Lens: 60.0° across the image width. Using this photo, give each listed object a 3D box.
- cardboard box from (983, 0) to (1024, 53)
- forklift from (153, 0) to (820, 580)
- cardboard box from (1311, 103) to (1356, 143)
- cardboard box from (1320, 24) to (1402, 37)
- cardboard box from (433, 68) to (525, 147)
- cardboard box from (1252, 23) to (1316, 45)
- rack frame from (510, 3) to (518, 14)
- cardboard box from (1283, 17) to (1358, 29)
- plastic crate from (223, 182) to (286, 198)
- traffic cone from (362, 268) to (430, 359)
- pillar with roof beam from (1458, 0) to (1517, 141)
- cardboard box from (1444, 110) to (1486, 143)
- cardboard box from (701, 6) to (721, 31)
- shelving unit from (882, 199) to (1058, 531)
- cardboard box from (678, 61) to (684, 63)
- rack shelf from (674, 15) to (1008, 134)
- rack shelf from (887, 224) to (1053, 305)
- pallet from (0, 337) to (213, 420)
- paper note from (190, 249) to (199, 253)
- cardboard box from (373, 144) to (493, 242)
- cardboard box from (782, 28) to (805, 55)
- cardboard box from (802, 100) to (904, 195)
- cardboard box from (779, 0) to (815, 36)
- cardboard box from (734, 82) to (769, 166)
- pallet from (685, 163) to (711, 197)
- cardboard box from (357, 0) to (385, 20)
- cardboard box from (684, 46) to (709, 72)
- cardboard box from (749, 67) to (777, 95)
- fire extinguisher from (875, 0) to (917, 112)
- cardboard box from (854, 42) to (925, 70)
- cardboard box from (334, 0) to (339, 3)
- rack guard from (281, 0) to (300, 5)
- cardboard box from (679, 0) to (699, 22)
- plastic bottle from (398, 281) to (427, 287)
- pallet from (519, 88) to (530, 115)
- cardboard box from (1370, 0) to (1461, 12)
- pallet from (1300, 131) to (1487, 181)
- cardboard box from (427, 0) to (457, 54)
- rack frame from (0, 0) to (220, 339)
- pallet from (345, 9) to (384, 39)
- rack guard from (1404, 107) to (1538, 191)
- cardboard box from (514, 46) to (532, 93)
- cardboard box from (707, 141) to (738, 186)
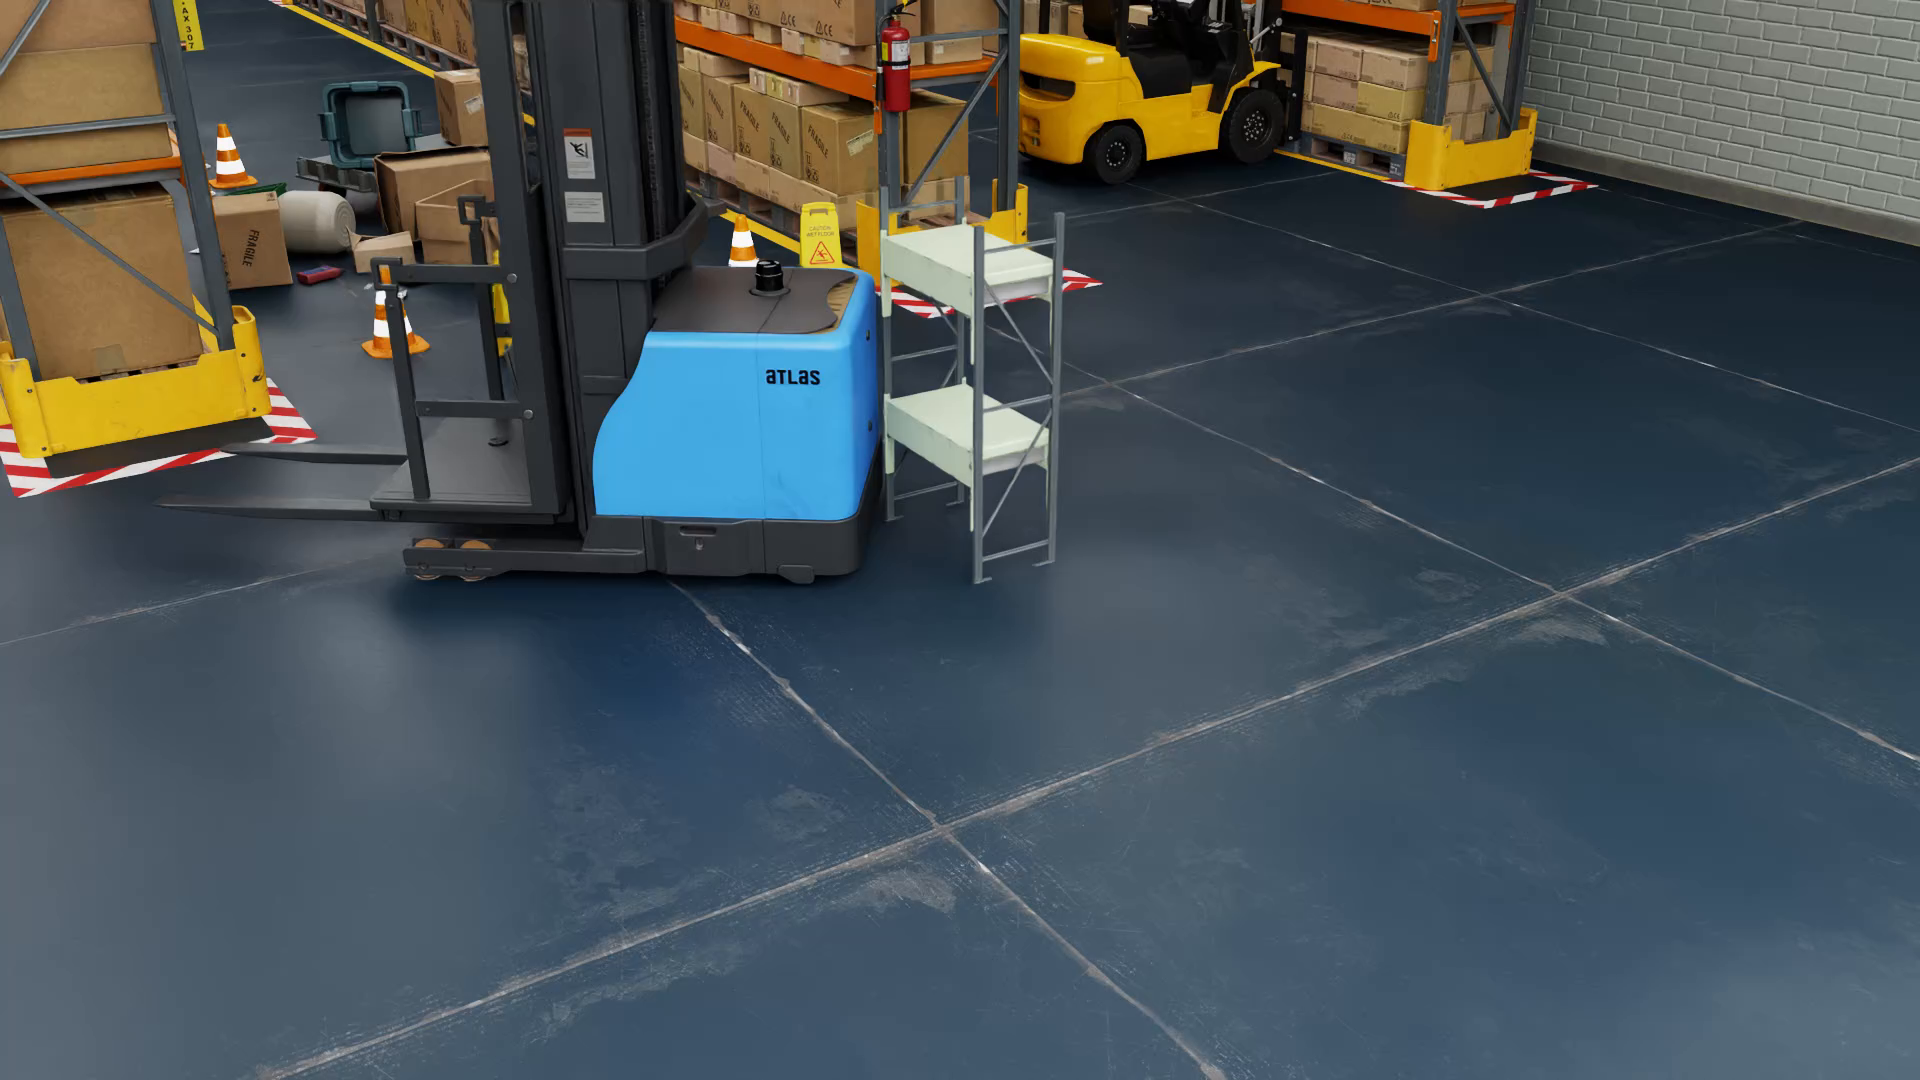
[{"bbox_3d":[0.784,-5.574,17.833,0.875,0.625,0.625,-17,30,-32],"label":"cardboard box"},{"bbox_3d":[-1.893,-1.378,6.736,3.031,2.935,1.121,2,25,3],"label":"forklift"},{"bbox_3d":[3.097,-4.584,14.259,1.003,1.888,2.032,-15,29,-29],"label":"cardboard box"},{"bbox_3d":[3.447,-4.269,14.338,0.516,0.250,0.516,-17,30,-32],"label":"cardboard box"},{"bbox_3d":[-3.725,-3.354,12.883,0.500,0.500,0.500,-16,29,-30],"label":"cardboard box"},{"bbox_3d":[2.740,-4.328,14.463,0.500,0.250,0.500,-16,30,-31],"label":"cardboard box"},{"bbox_3d":[-4.430,-5.999,16.445,0.949,2.616,0.053,-16,29,-30],"label":"rack frame"},{"bbox_3d":[3.173,-4.454,14.729,0.500,0.250,0.500,-16,30,-31],"label":"cardboard box"},{"bbox_3d":[-5.149,-2.376,11.995,0.450,0.188,0.662,-10,25,2],"label":"plastic crate"},{"bbox_3d":[-3.258,-1.321,9.507,0.336,0.463,0.334,-16,29,-30],"label":"traffic cone"},{"bbox_3d":[0.859,-6.464,10.402,9.100,9.000,0.400,-16,29,-30],"label":"pillar with roof beam"},{"bbox_3d":[3.986,-3.463,13.801,0.500,0.250,0.500,-15,29,-29],"label":"cardboard box"},{"bbox_3d":[-1.656,-3.807,12.095,0.380,0.149,0.250,-15,29,-29],"label":"cardboard box"},{"bbox_3d":[0.032,-0.674,6.921,0.431,1.308,0.731,-15,29,-28],"label":"shelving unit"},{"bbox_3d":[-2.154,-3.580,13.170,0.500,0.500,0.500,-14,29,-27],"label":"cardboard box"},{"bbox_3d":[-1.158,-3.527,12.051,1.077,0.370,4.000,-16,29,-30],"label":"rack shelf"},{"bbox_3d":[0.035,-1.113,6.709,0.368,0.124,0.686,-15,29,-28],"label":"rack shelf"},{"bbox_3d":[-4.660,-0.954,9.024,1.003,0.211,1.213,-16,29,-30],"label":"pallet"},{"bbox_3d":[-5.216,-2.006,11.464,0.142,0.020,0.147,7,26,15],"label":"paper note"},{"bbox_3d":[-3.664,-2.441,11.671,0.797,0.637,0.503,-16,29,-30],"label":"cardboard box"},{"bbox_3d":[-0.969,-3.354,11.135,0.380,0.149,0.250,-15,29,-29],"label":"cardboard box"},{"bbox_3d":[-0.722,-2.649,11.197,0.500,0.500,0.500,-15,29,-29],"label":"cardboard box"},{"bbox_3d":[-0.863,-3.627,10.954,0.500,0.500,0.500,-15,29,-29],"label":"cardboard box"},{"bbox_3d":[-1.279,-3.017,11.977,0.500,0.500,0.500,-16,30,-31],"label":"cardboard box"},{"bbox_3d":[-1.853,-3.075,13.516,1.003,0.211,1.213,-16,29,-30],"label":"pallet"},{"bbox_3d":[-14.379,-2.508,10.490,25.399,1.350,10.438,-16,30,-30],"label":"cardboard box"},{"bbox_3d":[-1.854,-3.631,12.518,0.380,0.149,0.250,-14,29,-28],"label":"cardboard box"},{"bbox_3d":[-1.256,-3.243,11.696,0.380,0.149,0.250,-14,29,-27],"label":"cardboard box"},{"bbox_3d":[-0.390,-2.954,10.084,0.296,0.674,0.183,-16,29,-30],"label":"fire extinguisher"},{"bbox_3d":[-0.449,-3.108,10.613,0.380,0.149,0.250,-14,29,-28],"label":"cardboard box"},{"bbox_3d":[-7.850,-7.353,21.822,0.875,0.438,0.875,-15,29,-28],"label":"cardboard box"},{"bbox_3d":[-8.814,-7.738,23.056,1.175,0.500,0.348,-16,29,-30],"label":"rack guard"},{"bbox_3d":[-1.889,-4.004,12.513,0.380,0.149,0.250,-15,29,-28],"label":"cardboard box"},{"bbox_3d":[-3.600,-1.709,10.798,0.283,0.061,0.133,18,31,33],"label":"plastic bottle"},{"bbox_3d":[-4.008,-4.458,16.446,1.003,0.211,1.213,-16,29,-30],"label":"pallet"},{"bbox_3d":[3.602,-4.455,13.057,0.500,0.500,0.500,-16,30,-31],"label":"cardboard box"},{"bbox_3d":[3.638,-3.298,13.989,1.003,0.211,1.213,-16,29,-30],"label":"pallet"},{"bbox_3d":[-5.224,-5.814,18.049,0.875,0.875,0.875,-15,29,-29],"label":"cardboard box"},{"bbox_3d":[-4.161,-1.947,7.860,0.949,2.616,0.053,-16,29,-30],"label":"rack frame"},{"bbox_3d":[-6.966,-6.459,20.684,1.003,0.211,1.213,-16,29,-30],"label":"pallet"},{"bbox_3d":[4.104,-3.156,13.351,1.175,0.500,0.348,-16,29,-30],"label":"rack guard"},{"bbox_3d":[-3.724,-4.534,15.926,0.950,0.372,0.625,-16,30,-31],"label":"cardboard box"},{"bbox_3d":[-1.561,-2.863,12.530,0.500,0.250,0.500,-16,30,-30],"label":"cardboard box"}]
